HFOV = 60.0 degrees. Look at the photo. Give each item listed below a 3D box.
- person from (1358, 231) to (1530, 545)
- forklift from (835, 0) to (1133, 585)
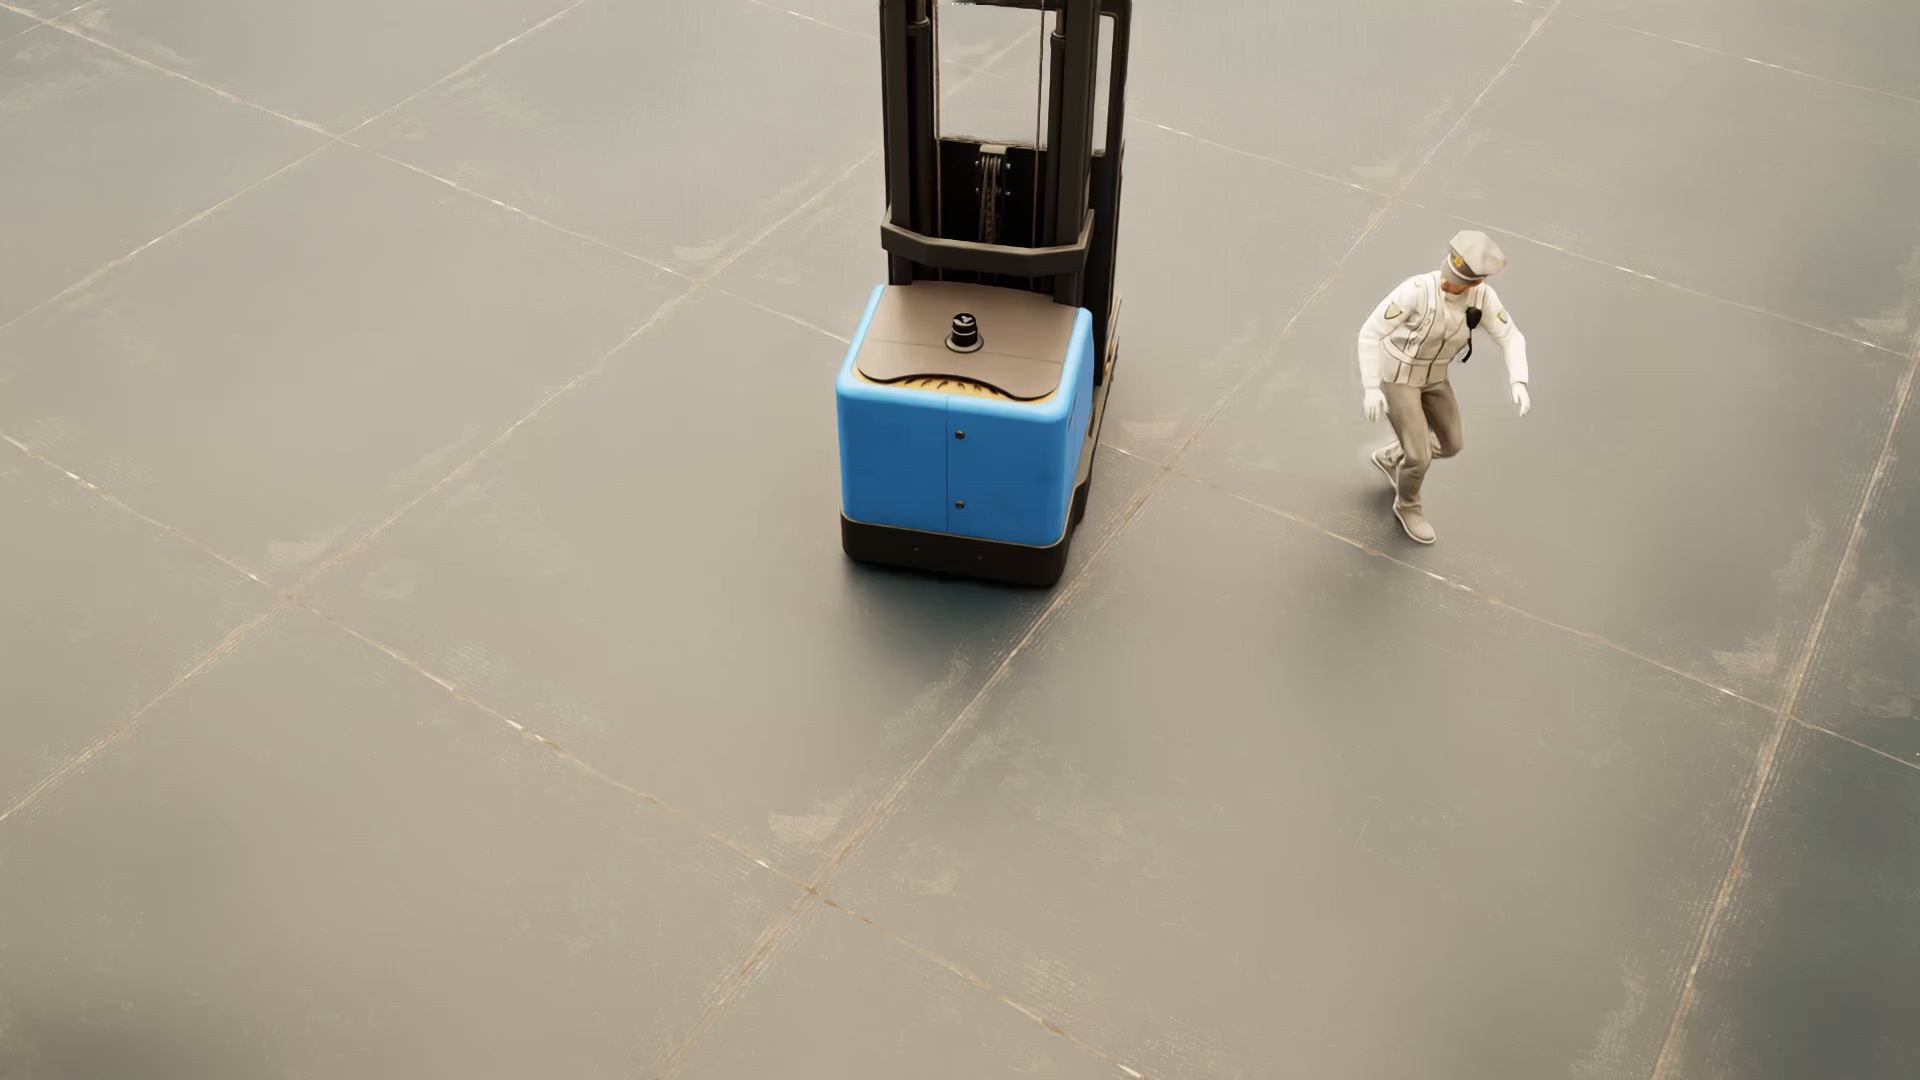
[{"bbox_3d":[2.154,-0.664,7.540,0.779,1.570,0.730,-17,46,-17],"label":"person"},{"bbox_3d":[0.240,-1.881,7.833,1.130,2.935,3.031,8,44,8],"label":"forklift"}]
